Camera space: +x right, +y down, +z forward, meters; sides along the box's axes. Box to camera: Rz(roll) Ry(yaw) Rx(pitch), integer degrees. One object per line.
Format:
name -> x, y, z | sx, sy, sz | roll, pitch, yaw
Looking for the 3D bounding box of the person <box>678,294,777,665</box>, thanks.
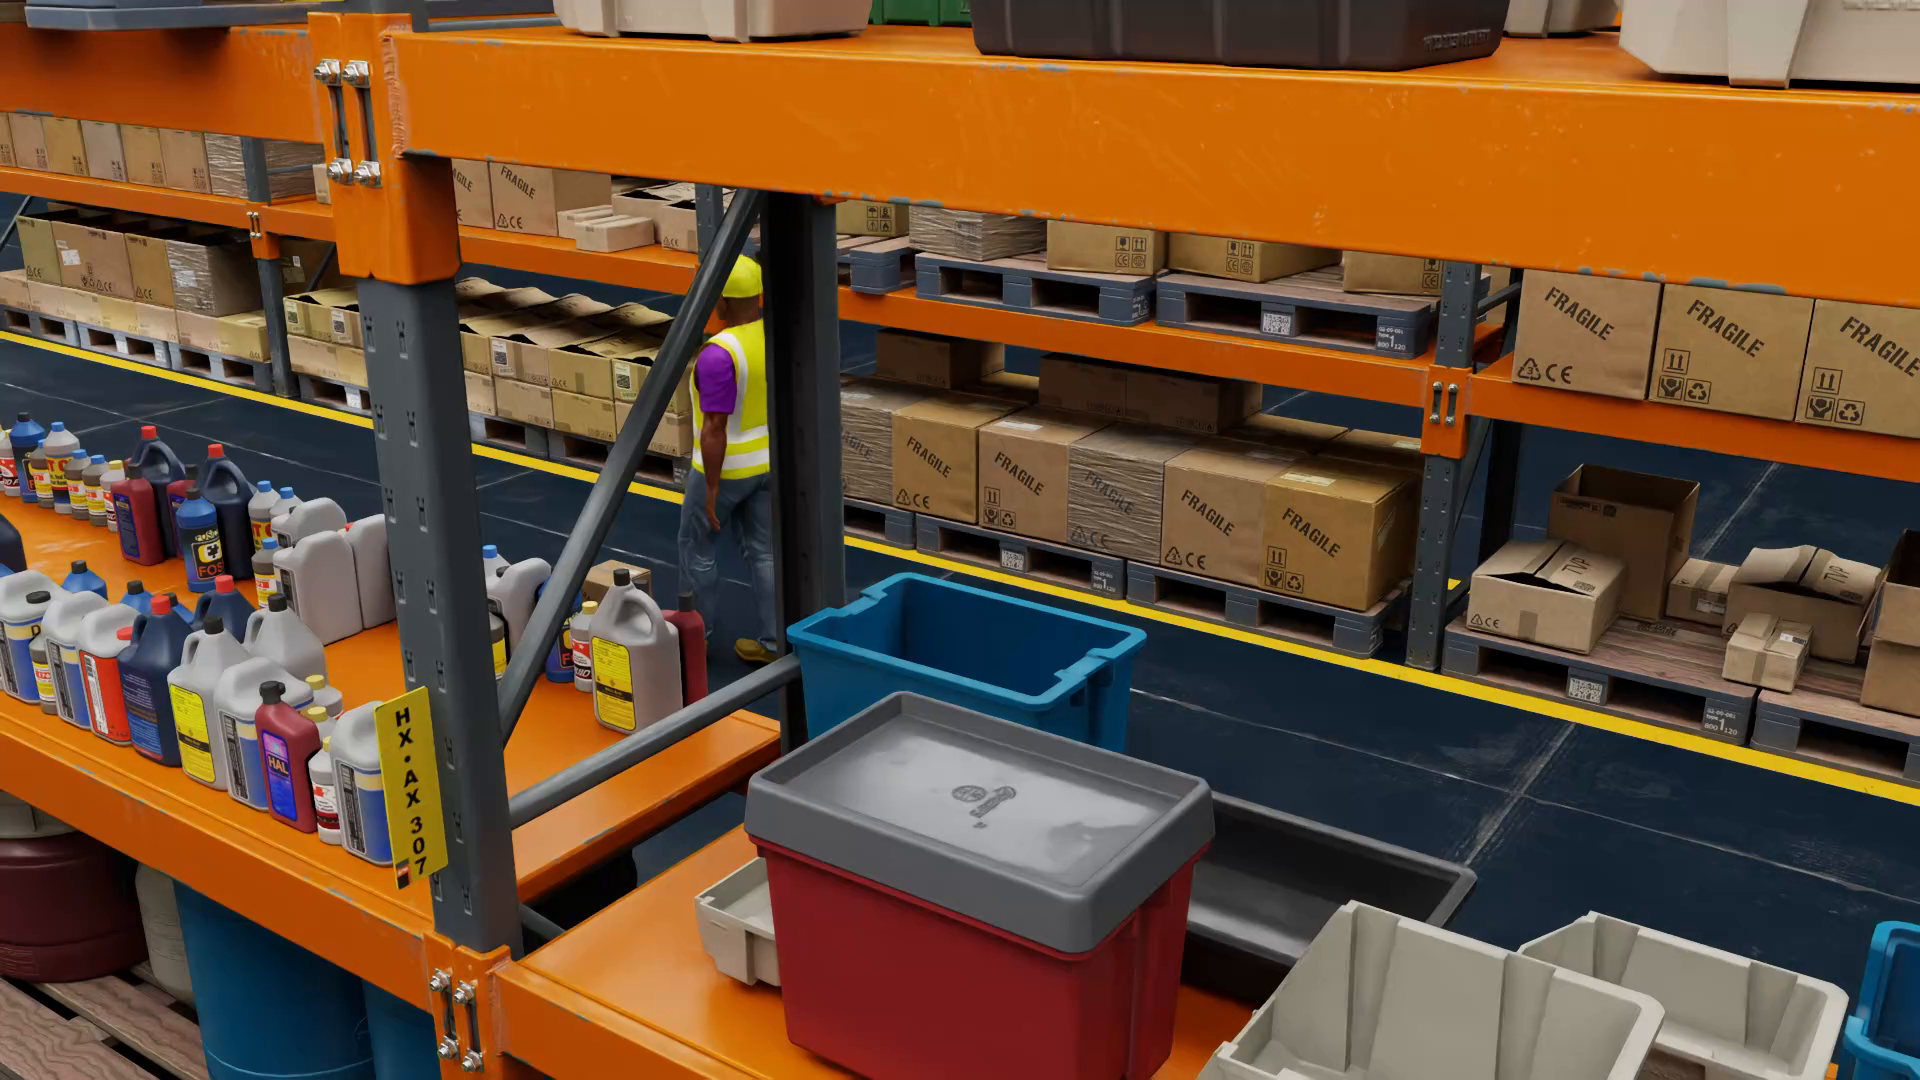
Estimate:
person -> -0.988, -0.316, 6.958 | 0.695, 1.730, 0.623 | 17, 26, 39
